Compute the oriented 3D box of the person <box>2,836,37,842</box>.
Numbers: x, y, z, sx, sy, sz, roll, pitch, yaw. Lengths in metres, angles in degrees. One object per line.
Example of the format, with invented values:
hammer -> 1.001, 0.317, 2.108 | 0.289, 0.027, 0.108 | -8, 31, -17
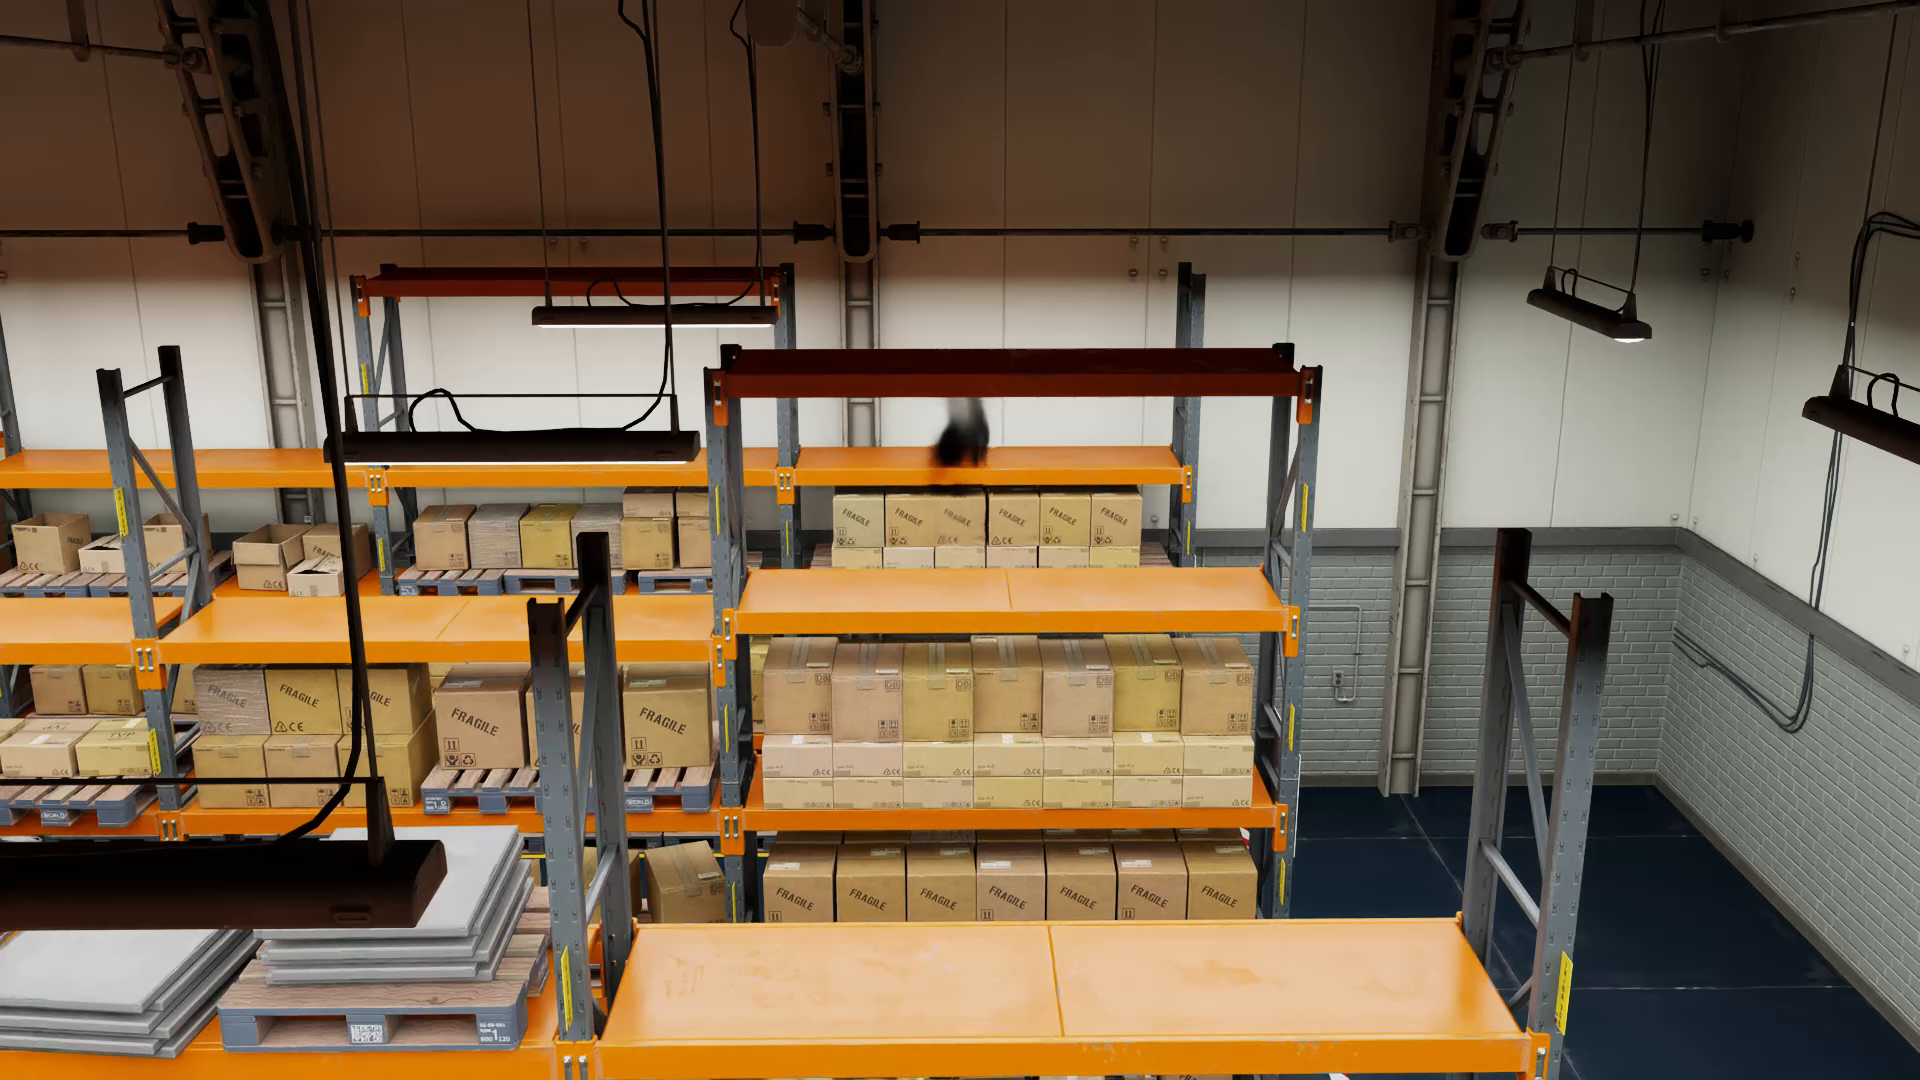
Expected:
person -> -7.946, 3.322, 14.395 | 0.751, 1.631, 0.609 | -14, 21, -39
